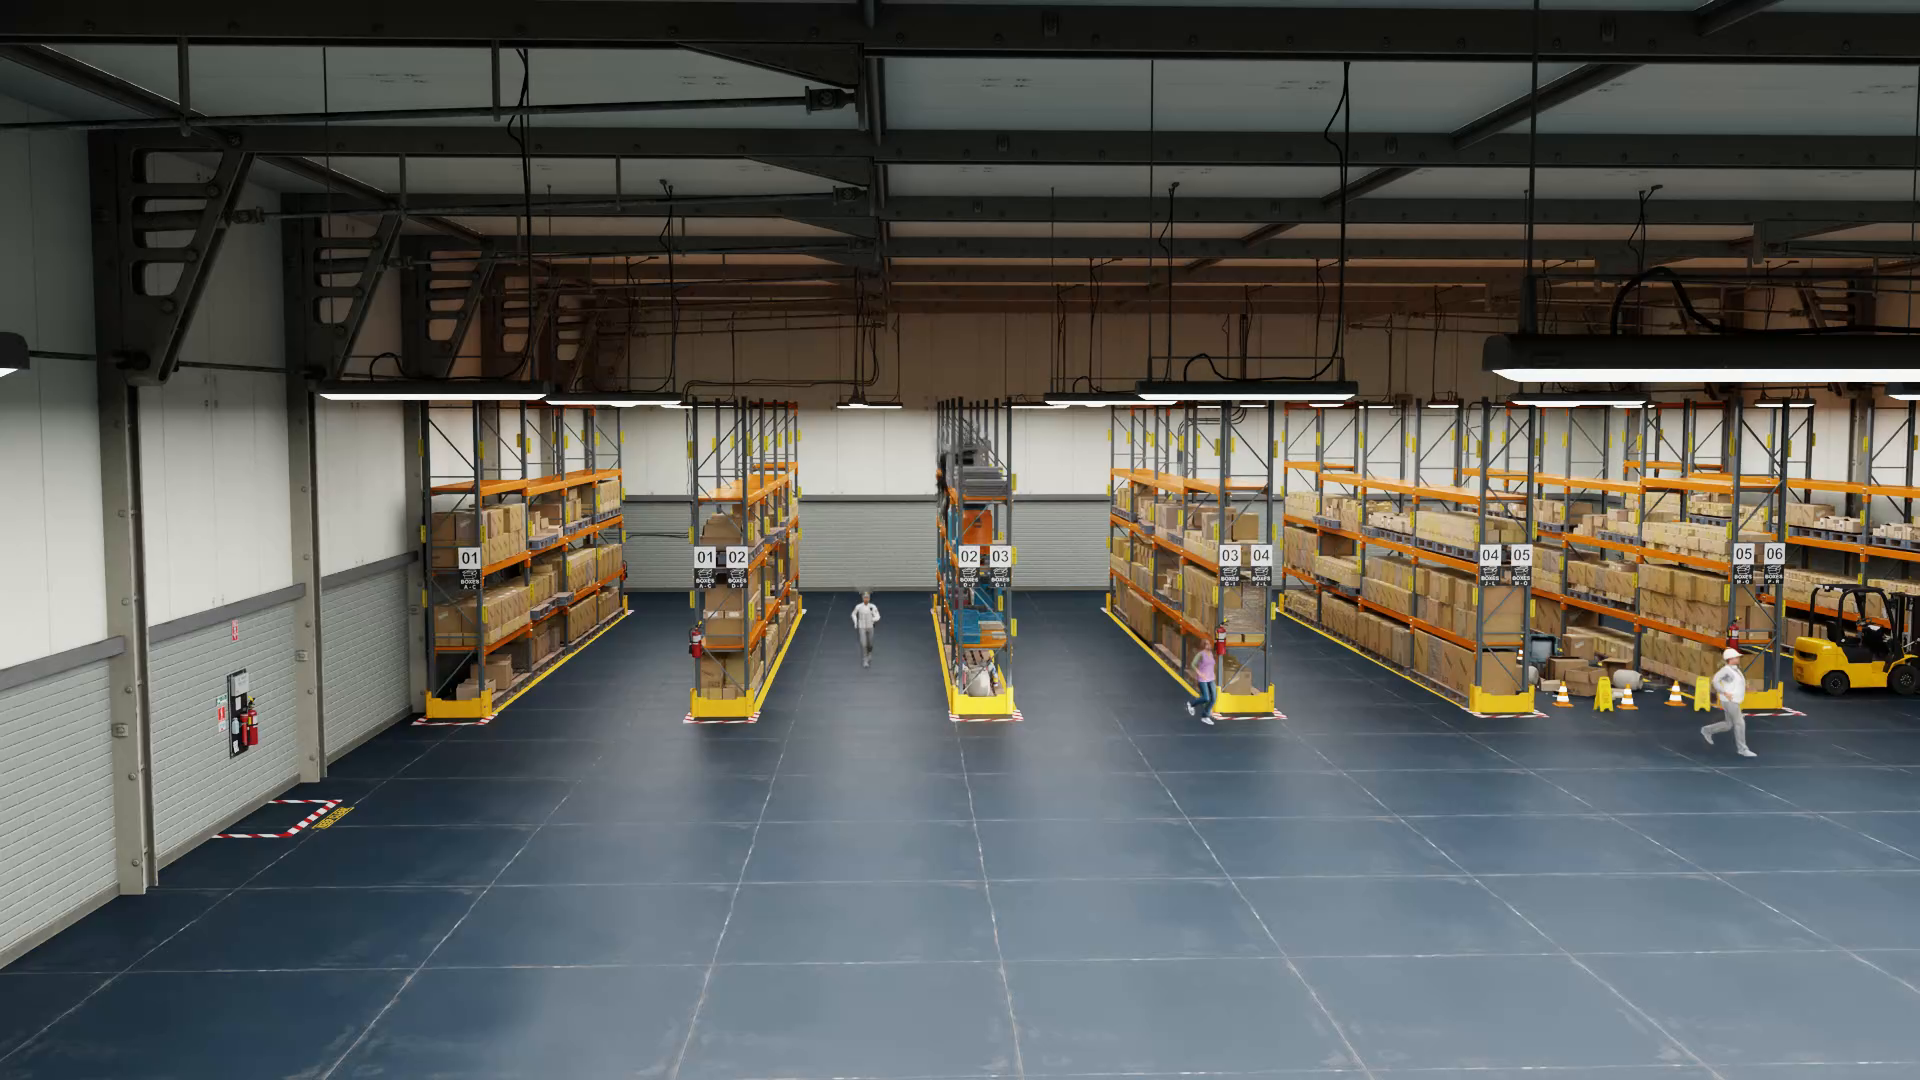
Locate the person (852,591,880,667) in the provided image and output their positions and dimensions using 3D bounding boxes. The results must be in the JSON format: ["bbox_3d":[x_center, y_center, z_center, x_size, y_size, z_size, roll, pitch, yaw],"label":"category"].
[{"bbox_3d":[-2.114,1.986,37.452,0.624,1.669,0.836,-1,4,-7],"label":"person"}]

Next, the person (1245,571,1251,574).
[{"bbox_3d":[8.110,1.311,46.605,0.601,1.679,0.631,1,4,8],"label":"person"}]

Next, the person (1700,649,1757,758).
[{"bbox_3d":[12.856,2.699,27.780,0.928,1.778,0.663,4,6,39],"label":"person"}]

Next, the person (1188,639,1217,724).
[{"bbox_3d":[4.474,2.593,30.650,0.545,1.566,0.559,-4,6,-41],"label":"person"}]
